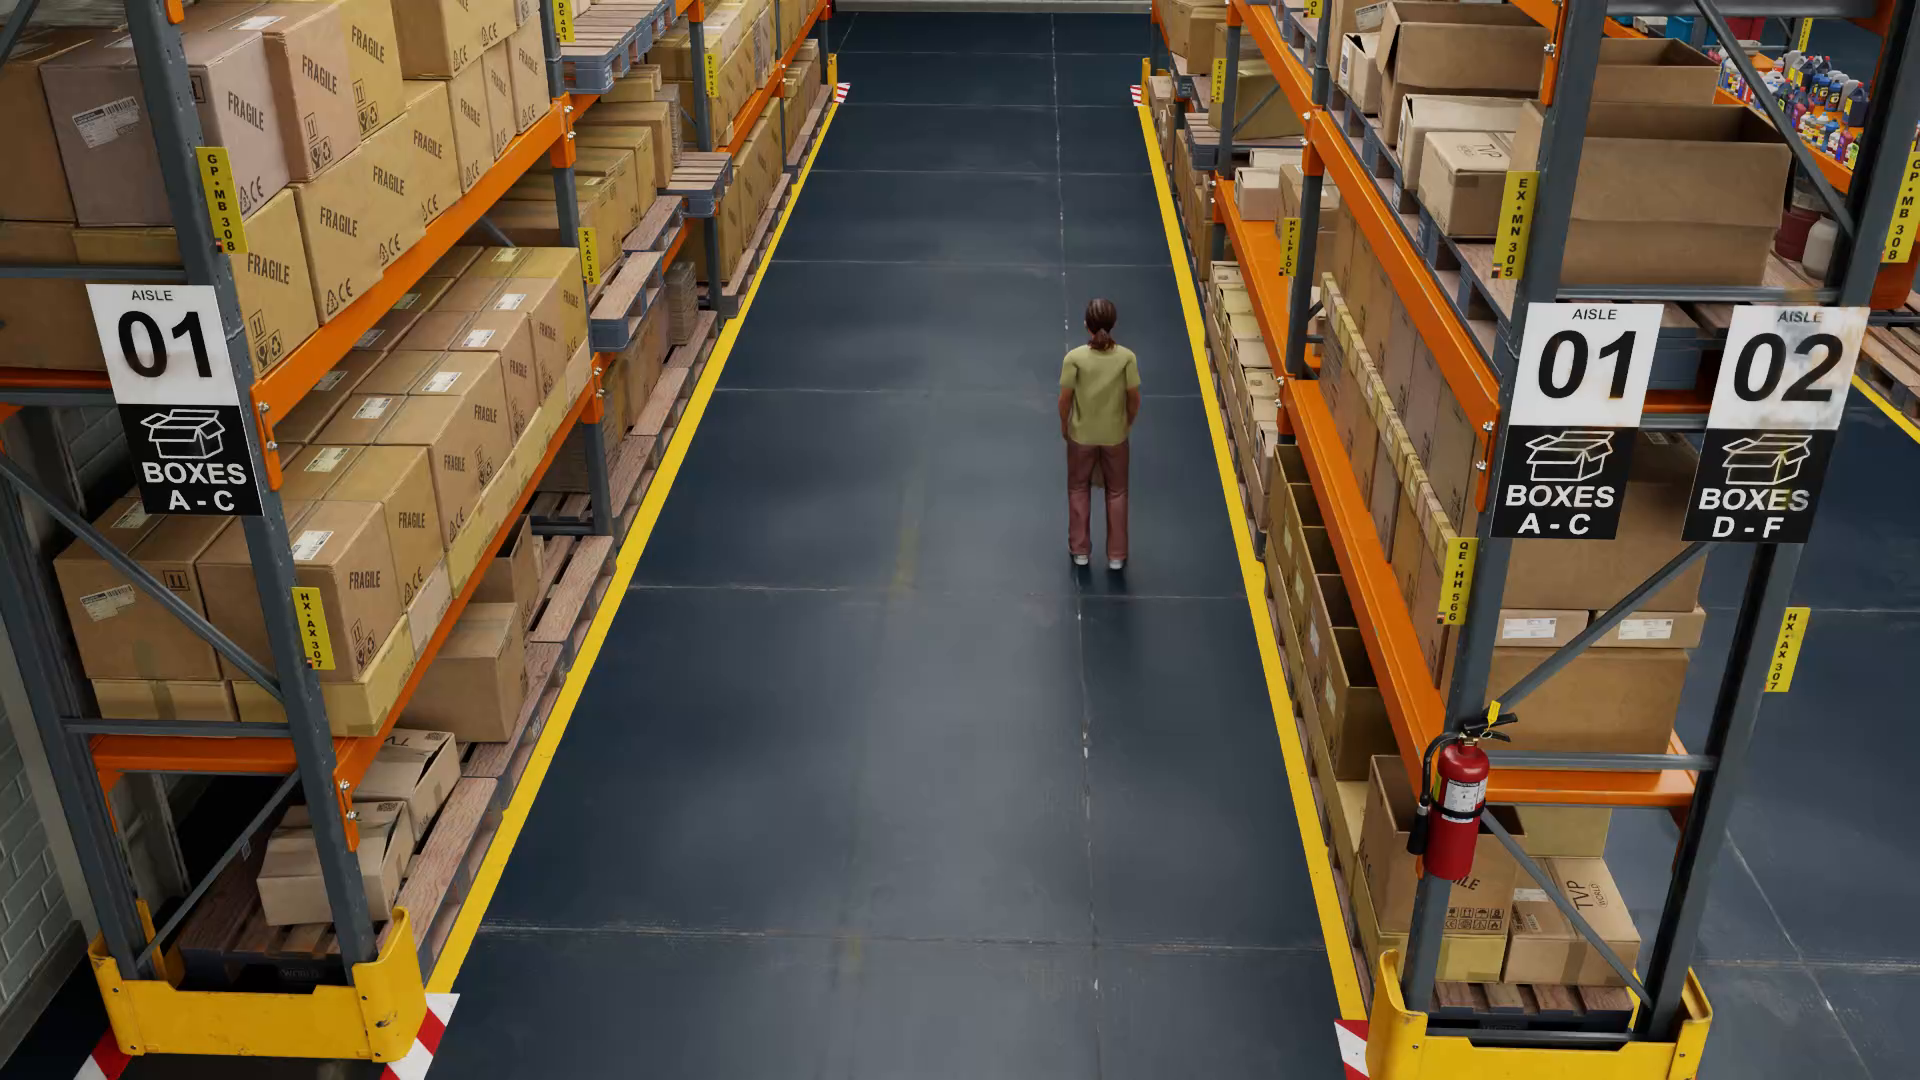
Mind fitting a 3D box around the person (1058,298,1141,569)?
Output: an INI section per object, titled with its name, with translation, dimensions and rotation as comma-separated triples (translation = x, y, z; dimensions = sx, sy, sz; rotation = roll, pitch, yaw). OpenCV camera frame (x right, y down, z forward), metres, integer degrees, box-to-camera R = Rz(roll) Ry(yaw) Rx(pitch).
[person]
translation = 0.807, -0.625, 9.792
dimensions = 0.480, 1.676, 0.414
rotation = 0, 28, 1
